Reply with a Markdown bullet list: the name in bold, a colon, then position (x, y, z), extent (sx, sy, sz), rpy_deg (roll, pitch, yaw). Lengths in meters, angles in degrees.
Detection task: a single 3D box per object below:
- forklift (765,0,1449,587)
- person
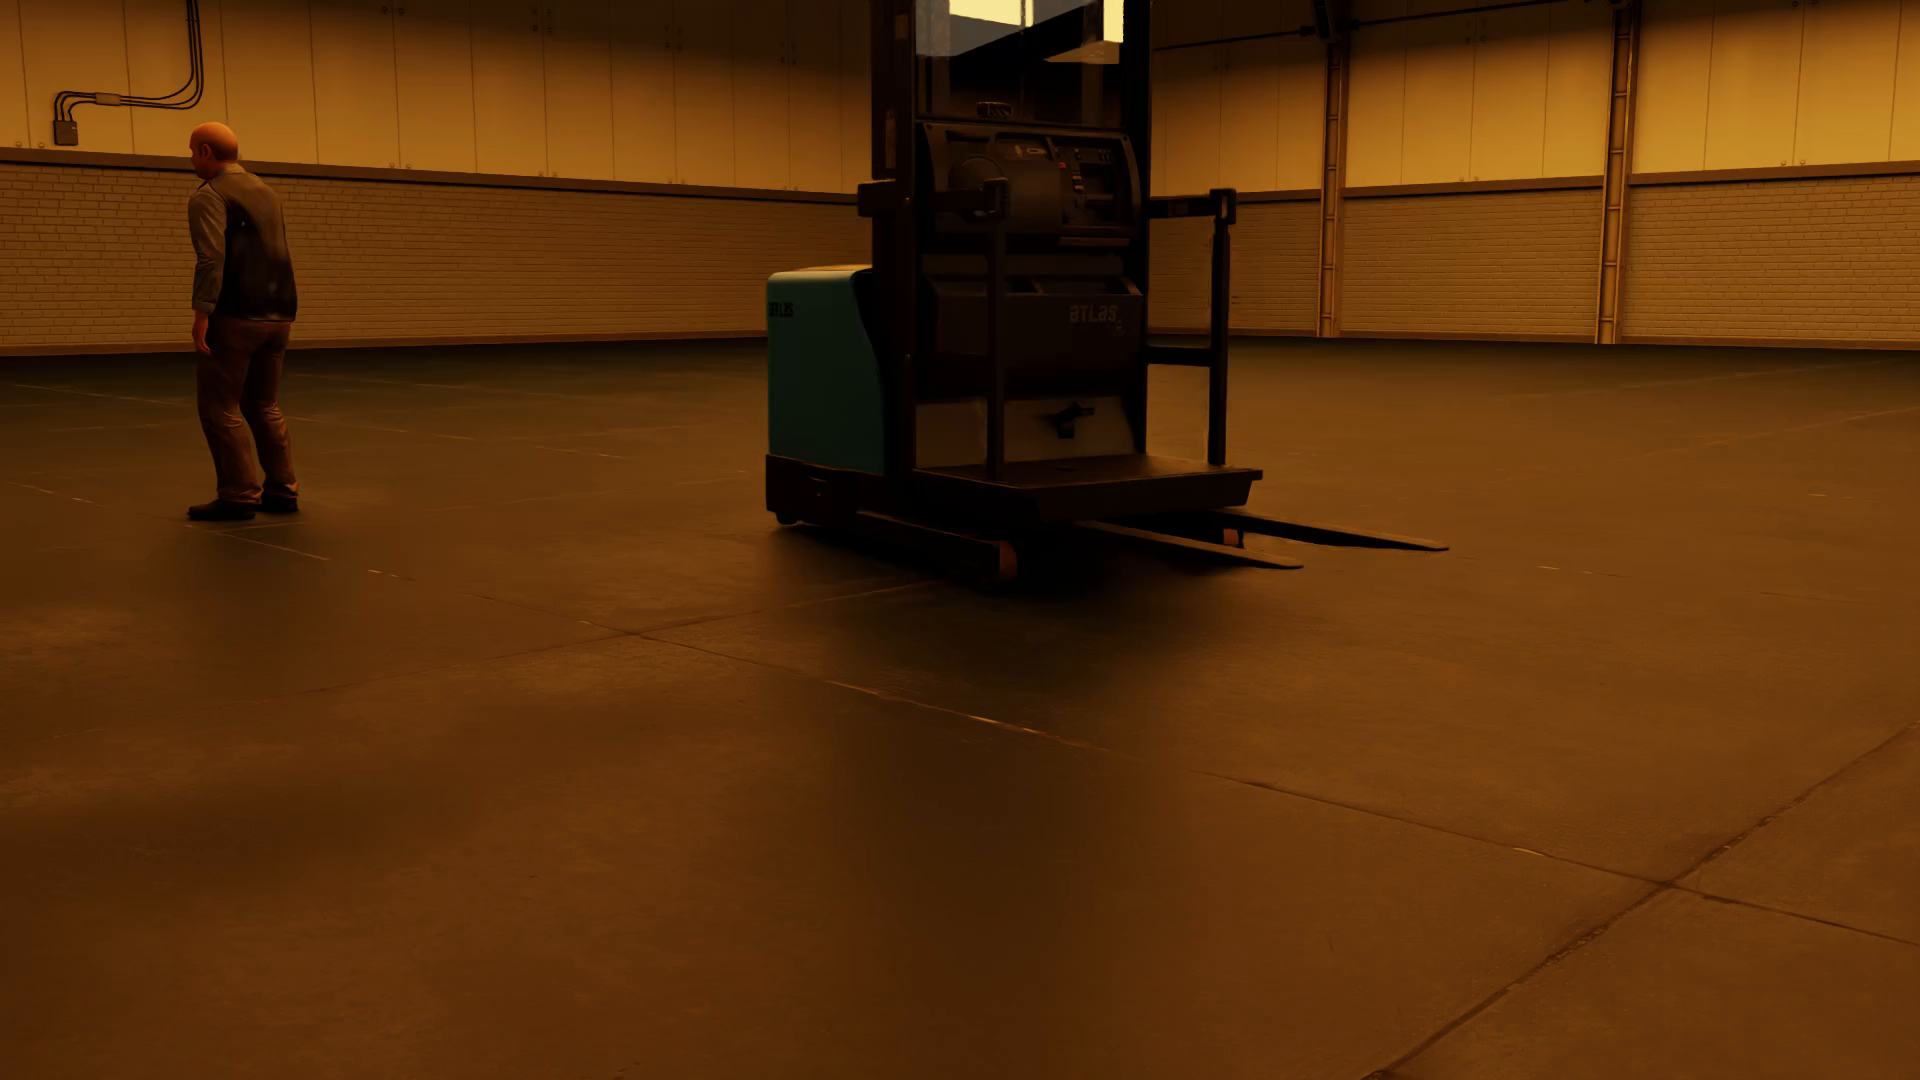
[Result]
- **forklift**: position (0.391, -1.368, 5.955), extent (1.130, 2.935, 3.031), rpy_deg (-5, 10, -32)
- **person**: position (-3.167, -0.963, 7.343), extent (0.428, 1.720, 0.581), rpy_deg (2, 9, 13)
